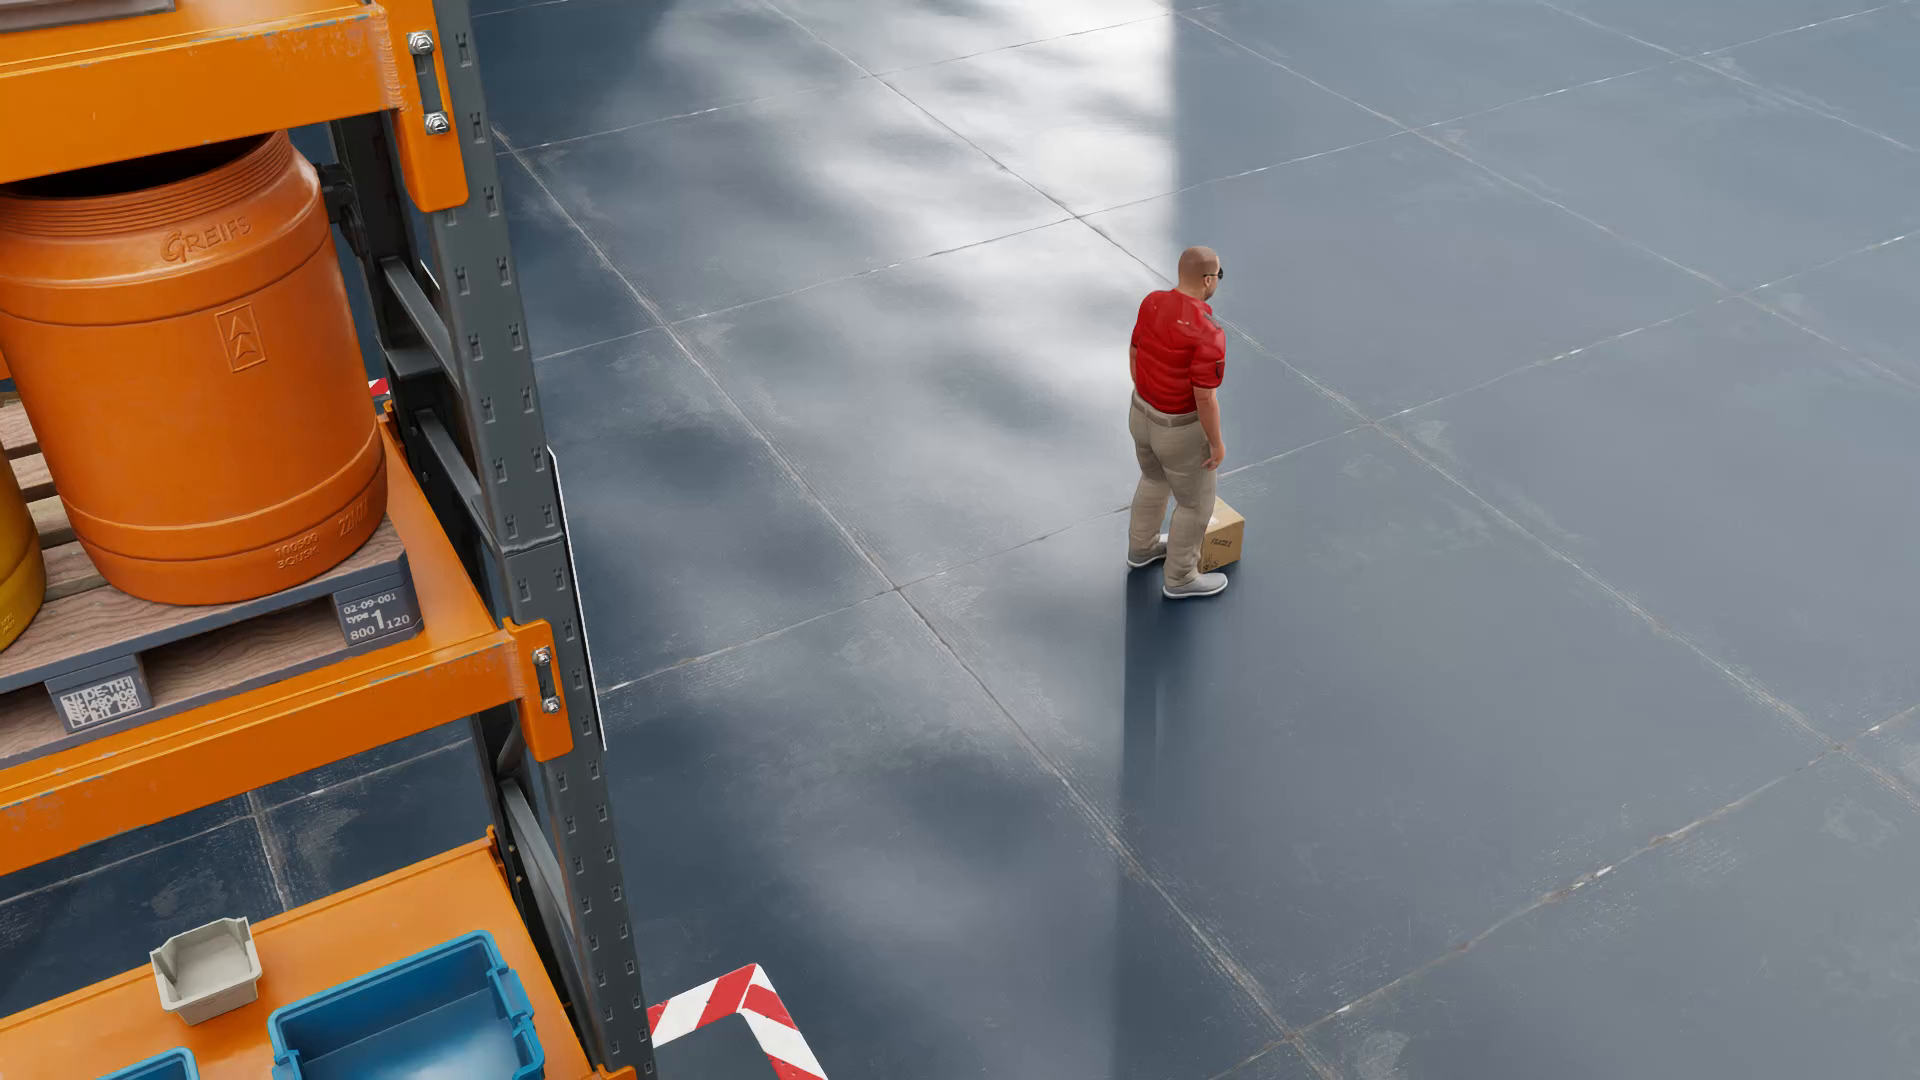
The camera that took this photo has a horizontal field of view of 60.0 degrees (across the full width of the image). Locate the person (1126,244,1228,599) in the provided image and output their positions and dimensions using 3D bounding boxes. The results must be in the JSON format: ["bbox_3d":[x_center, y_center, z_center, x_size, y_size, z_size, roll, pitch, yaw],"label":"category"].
[{"bbox_3d":[1.002,-0.546,7.676,0.393,1.726,0.601,-22,42,-26],"label":"person"}]
